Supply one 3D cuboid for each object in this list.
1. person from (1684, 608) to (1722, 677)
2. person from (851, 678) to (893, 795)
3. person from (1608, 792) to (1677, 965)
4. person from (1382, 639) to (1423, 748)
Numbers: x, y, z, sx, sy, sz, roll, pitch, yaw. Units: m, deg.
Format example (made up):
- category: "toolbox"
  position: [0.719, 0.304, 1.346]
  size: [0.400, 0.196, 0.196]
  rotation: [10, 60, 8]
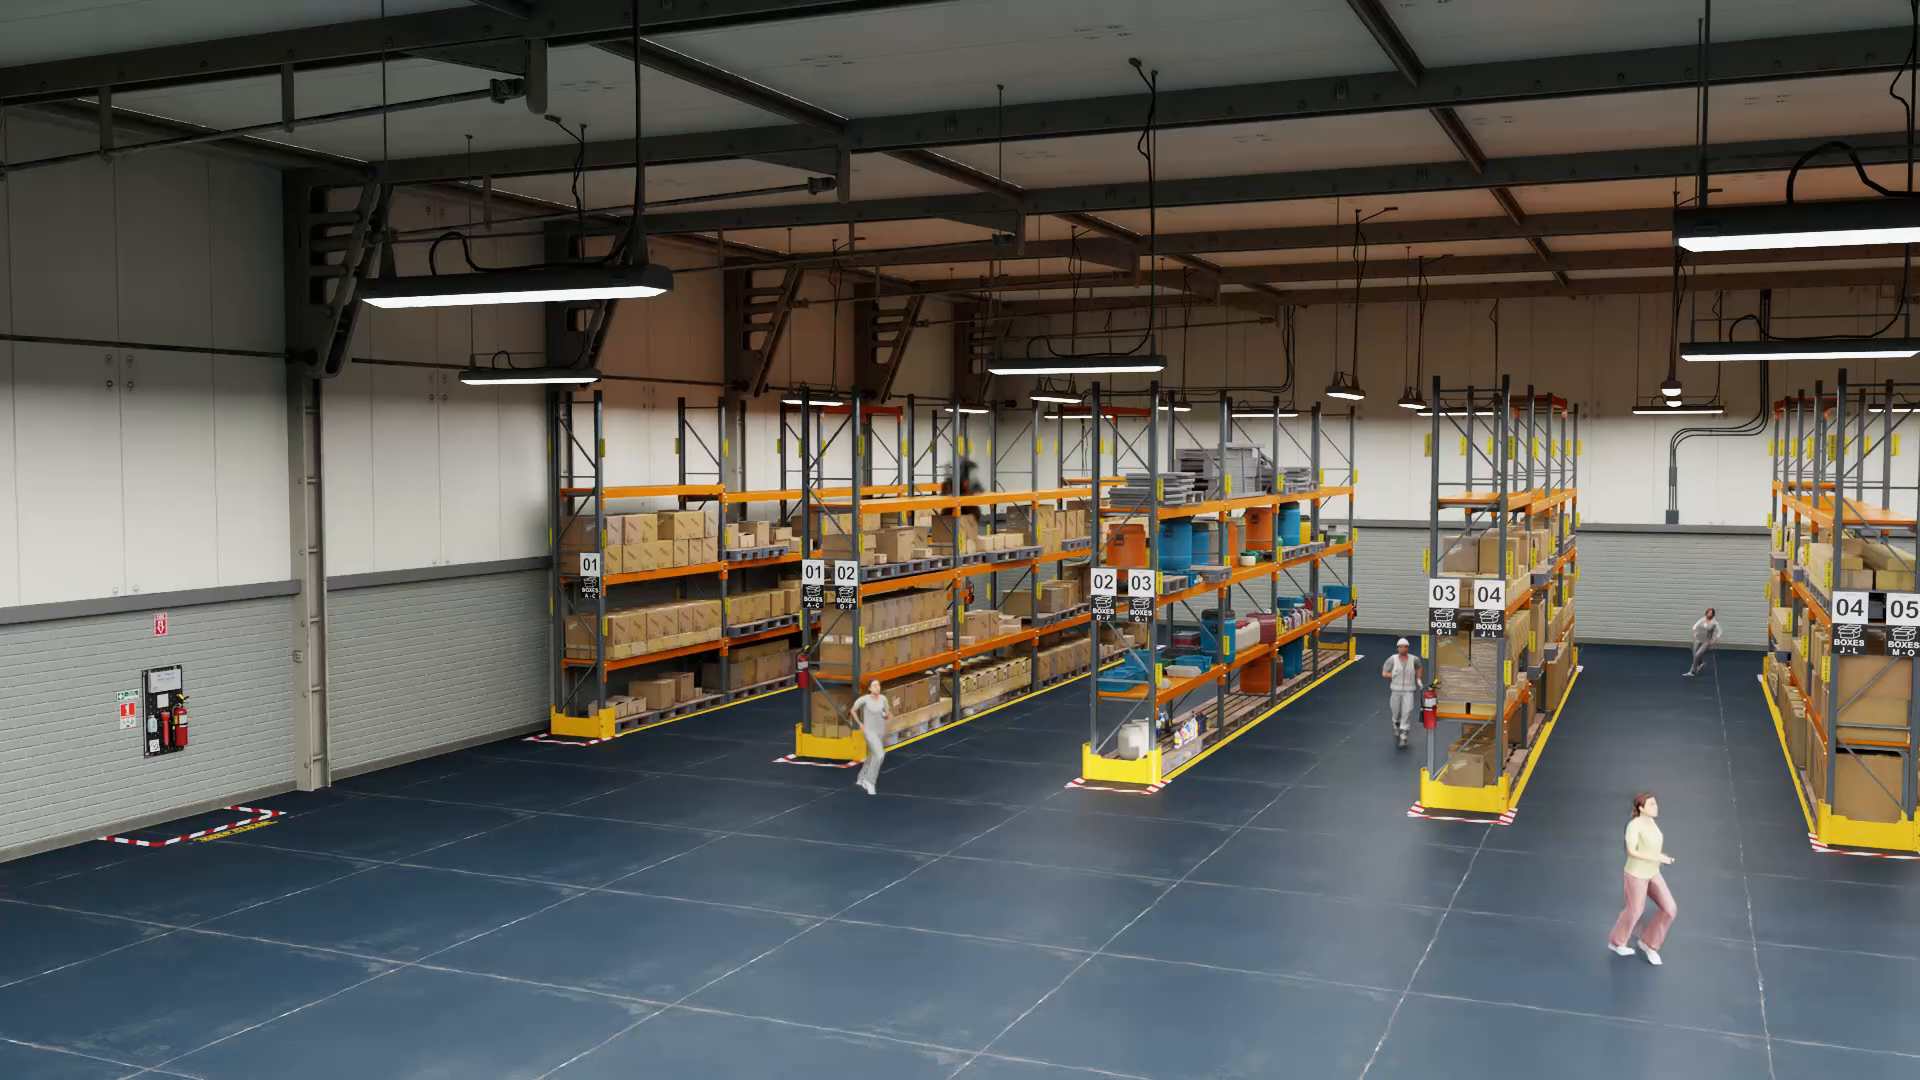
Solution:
- category: "person"
  position: [16.295, 2.237, 36.367]
  size: [0.670, 1.522, 0.667]
  rotation: [-3, 4, -41]
- category: "person"
  position: [-1.245, 2.846, 24.185]
  size: [0.537, 1.702, 0.707]
  rotation: [-3, 4, -40]
- category: "person"
  position: [6.638, 3.288, 16.146]
  size: [0.588, 1.714, 0.688]
  rotation: [-2, 4, -35]
- category: "person"
  position: [7.424, 2.532, 27.917]
  size: [0.664, 1.772, 0.999]
  rotation: [1, 3, 14]
